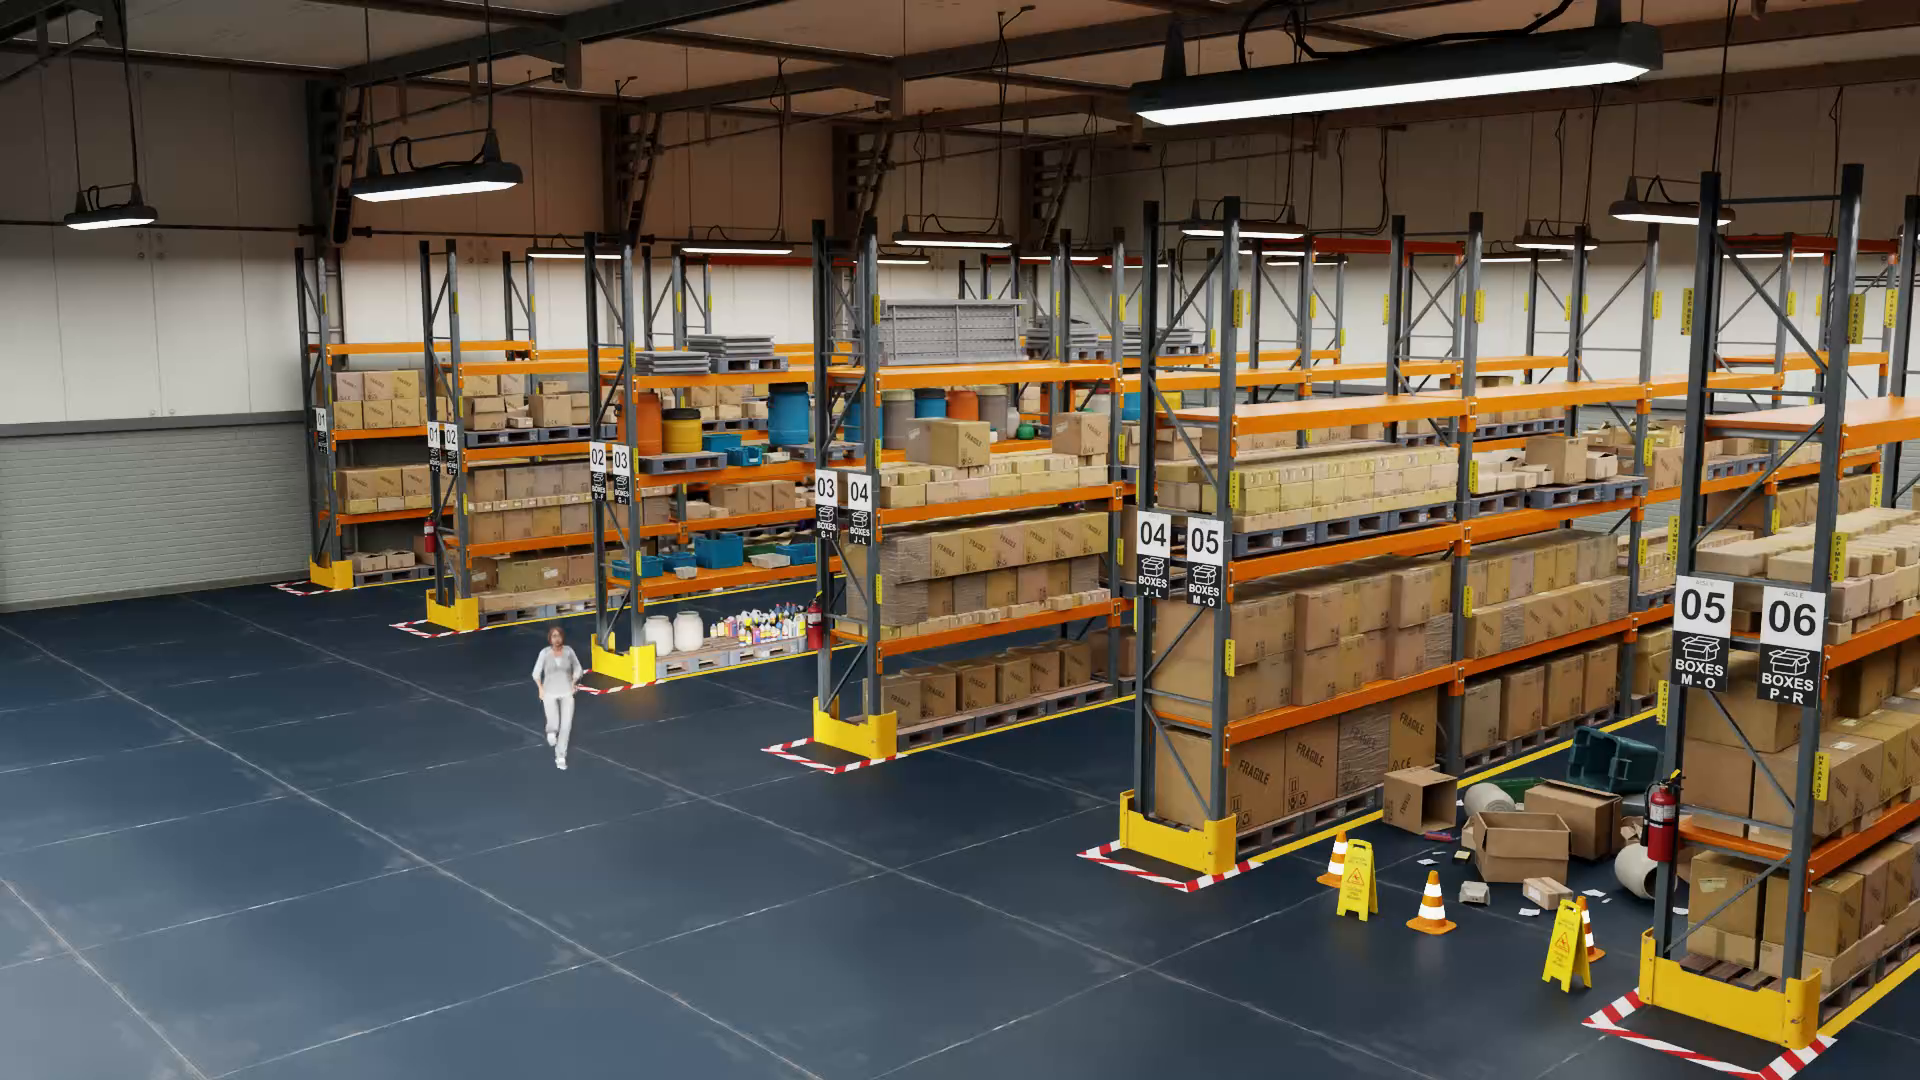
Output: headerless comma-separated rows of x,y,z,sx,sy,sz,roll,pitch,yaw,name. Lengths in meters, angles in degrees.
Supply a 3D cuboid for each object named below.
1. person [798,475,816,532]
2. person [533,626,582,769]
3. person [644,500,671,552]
-3.015,-0.484,33.221,0.607,1.636,0.769,8,12,44,person
-4.454,1.718,18.444,0.536,1.563,0.577,-3,9,-19,person
-5.713,-0.217,30.709,0.654,1.835,0.735,7,11,38,person
